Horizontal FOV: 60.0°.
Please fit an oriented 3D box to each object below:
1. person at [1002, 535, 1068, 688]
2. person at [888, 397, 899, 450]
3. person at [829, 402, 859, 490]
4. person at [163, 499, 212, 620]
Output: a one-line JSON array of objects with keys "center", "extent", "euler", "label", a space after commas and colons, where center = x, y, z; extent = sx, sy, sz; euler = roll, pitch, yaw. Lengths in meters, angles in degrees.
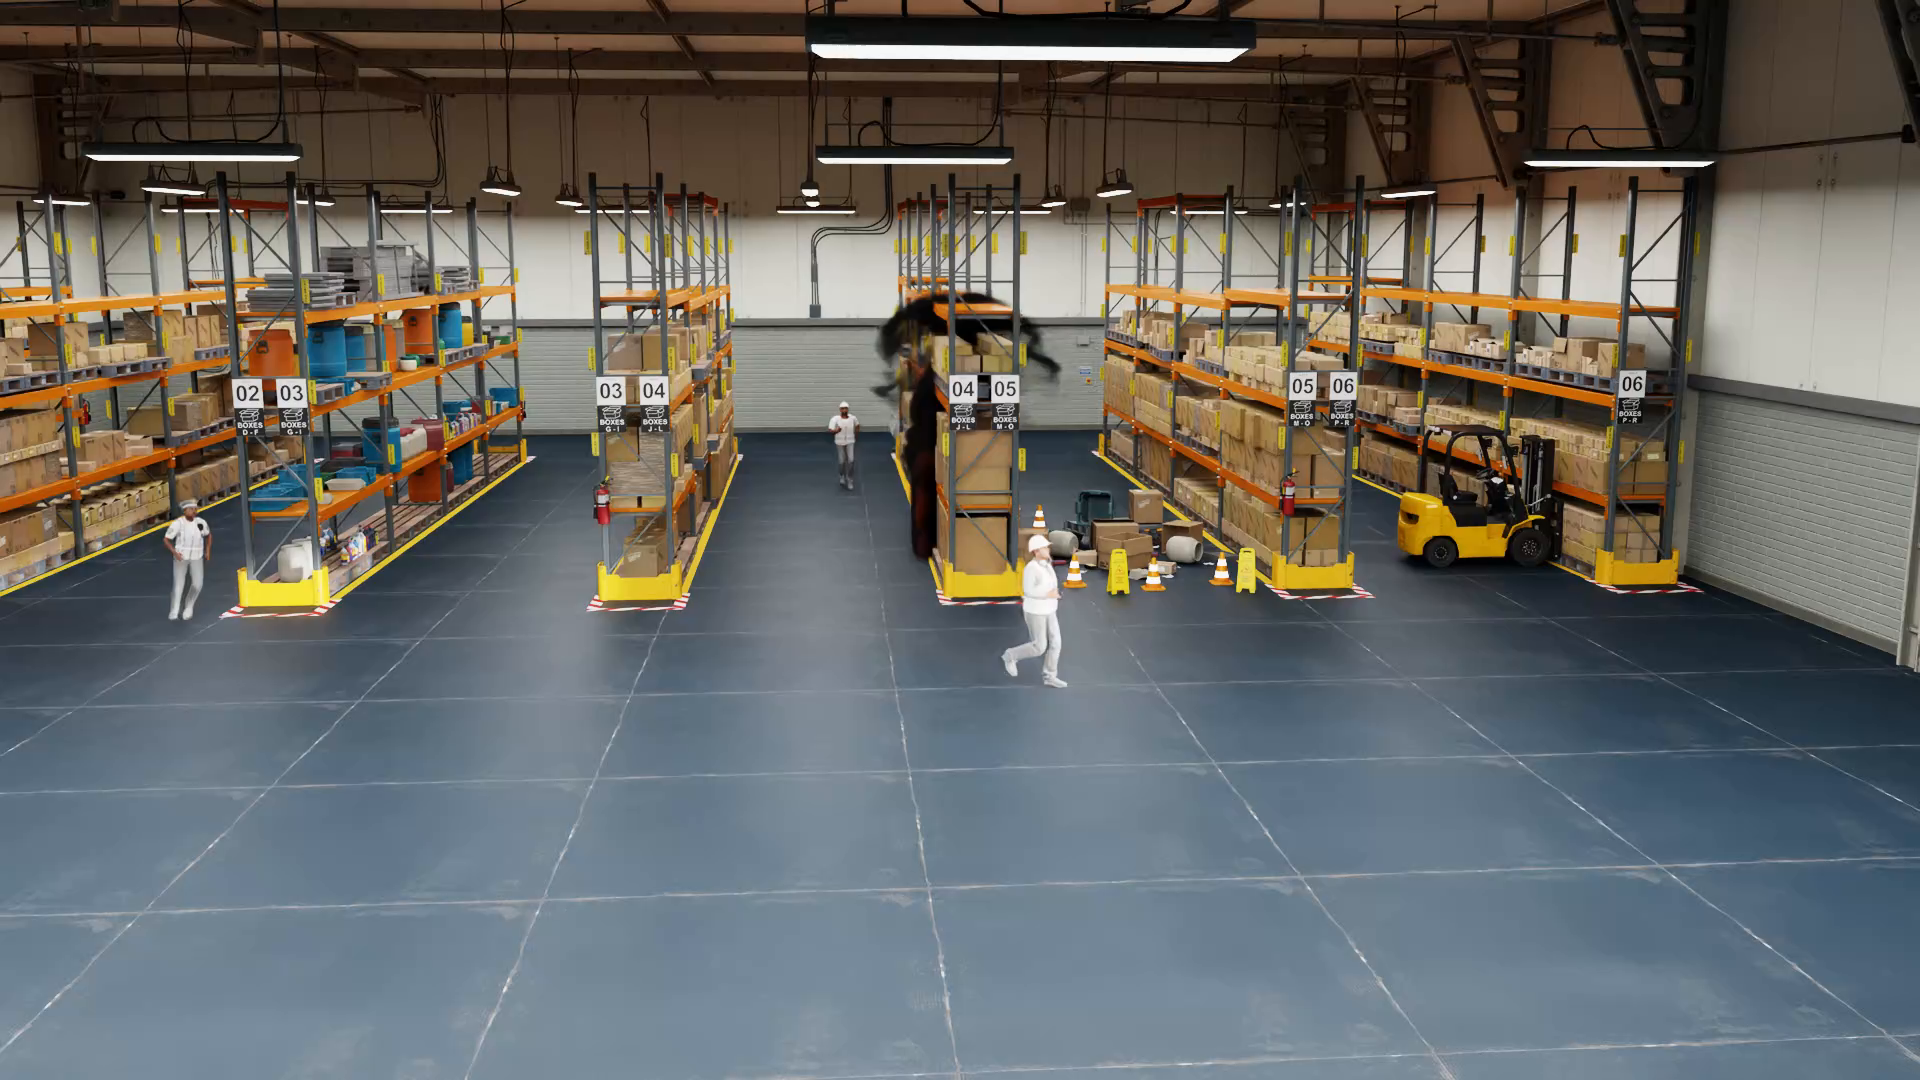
[{"center": [0.881, 0.805, 19.085], "extent": [0.797, 1.745, 0.671], "euler": [5, 11, 27], "label": "person"}, {"center": [-1.513, -3.041, 40.961], "extent": [0.534, 1.697, 0.731], "euler": [0, 10, 0], "label": "person"}, {"center": [-2.413, -1.984, 34.815], "extent": [0.677, 1.823, 0.738], "euler": [-2, 10, -9], "label": "person"}, {"center": [-10.415, 0.257, 22.513], "extent": [0.638, 1.648, 0.598], "euler": [-7, 12, -35], "label": "person"}]
